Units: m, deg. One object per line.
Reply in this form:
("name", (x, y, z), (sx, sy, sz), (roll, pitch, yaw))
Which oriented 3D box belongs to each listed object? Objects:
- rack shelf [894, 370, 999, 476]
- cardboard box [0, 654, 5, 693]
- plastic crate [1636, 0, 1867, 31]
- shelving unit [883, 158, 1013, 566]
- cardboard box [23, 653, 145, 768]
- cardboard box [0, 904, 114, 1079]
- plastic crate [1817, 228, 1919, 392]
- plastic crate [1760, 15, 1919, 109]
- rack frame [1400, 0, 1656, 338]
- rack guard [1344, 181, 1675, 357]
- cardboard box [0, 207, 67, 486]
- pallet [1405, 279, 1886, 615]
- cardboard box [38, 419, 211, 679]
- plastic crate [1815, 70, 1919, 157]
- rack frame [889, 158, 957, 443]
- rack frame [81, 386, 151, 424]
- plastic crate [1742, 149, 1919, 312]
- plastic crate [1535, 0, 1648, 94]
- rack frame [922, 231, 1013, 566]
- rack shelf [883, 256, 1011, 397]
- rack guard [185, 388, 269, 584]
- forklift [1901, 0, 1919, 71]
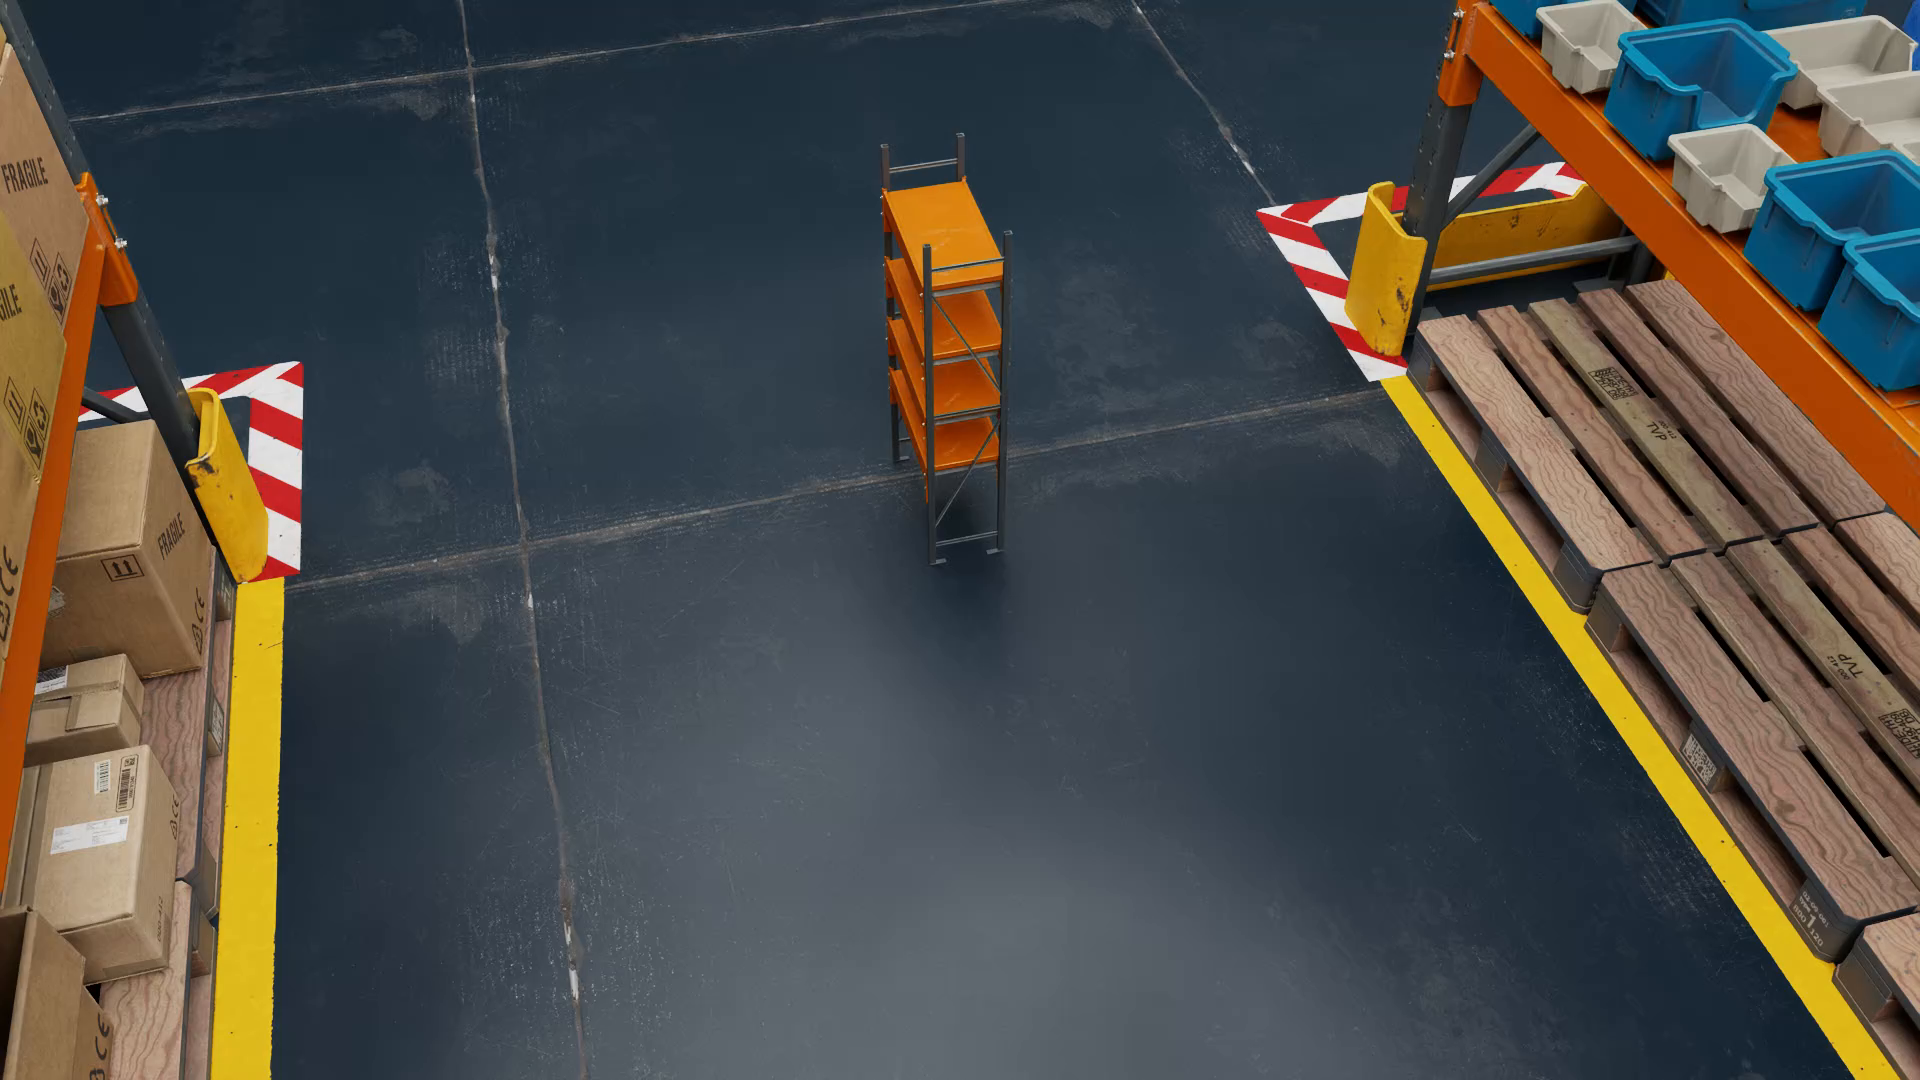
("rack shelf", (-0.042, -0.376, 5.095), (0.221, 0.050, 0.457), (-11, 47, -10))
("cardboard box", (-2.007, 0.280, 2.806), (0.500, 0.500, 0.500), (-11, 47, -11))
("plastic crate", (2.283, -1.735, 4.784), (0.616, 0.435, 0.499), (-11, 47, -10))
("shelving unit", (-0.042, -0.533, 4.932), (0.258, 1.200, 0.499), (-11, 47, -10))
("cardboard box", (-2.378, 0.468, 4.367), (0.380, 0.166, 0.250), (-11, 47, -10))
("cardboard box", (-2.234, 1.189, 3.424), (0.797, 0.503, 0.637), (-11, 47, -10))
("plastic crate", (2.176, -0.514, 3.729), (0.416, 0.233, 0.300), (-11, 47, -10))
("plastic crate", (2.401, -1.298, 4.564), (0.396, 0.136, 0.243), (-11, 47, -10))
("rack frame", (2.017, -1.899, 5.011), (1.000, 3.000, 0.127), (-11, 47, -10))
("rack guard", (1.998, -1.038, 5.917), (1.175, 0.500, 0.348), (-11, 47, -10))
("cardboard box", (-2.258, -0.414, 3.485), (0.500, 0.500, 0.500), (-10, 46, -10))
("pallet", (2.191, -0.346, 5.442), (1.003, 0.211, 1.213), (-11, 47, -10))
("cardboard box", (-2.395, 0.056, 4.538), (0.500, 0.500, 0.500), (-11, 47, -10))
("plastic crate", (2.461, -1.095, 4.365), (0.396, 0.136, 0.243), (-11, 47, -10))
("rack frame", (-0.104, -0.703, 5.099), (0.228, 1.046, 0.006), (-11, 47, -10))
("rack frame", (-2.775, -0.995, 4.125), (0.949, 2.616, 0.053), (-11, 47, -10))
("plastic crate", (2.099, -0.722, 3.932), (0.416, 0.233, 0.300), (-11, 47, -10))
("plastic crate", (1.764, -1.360, 4.626), (0.250, 0.136, 0.298), (-11, 47, -10))
("rack frame", (0.020, -0.366, 4.768), (0.240, 1.200, 0.015), (-11, 47, -10))
("rack shelf", (-0.042, -0.644, 4.822), (0.258, 0.148, 0.480), (-11, 47, -10))
("rack guard", (-2.753, -0.068, 4.967), (1.175, 0.500, 0.348), (-11, 47, -10))
("forklift", (4.592, -1.700, 4.864), (1.130, 2.935, 3.031), (-18, 48, -17))
